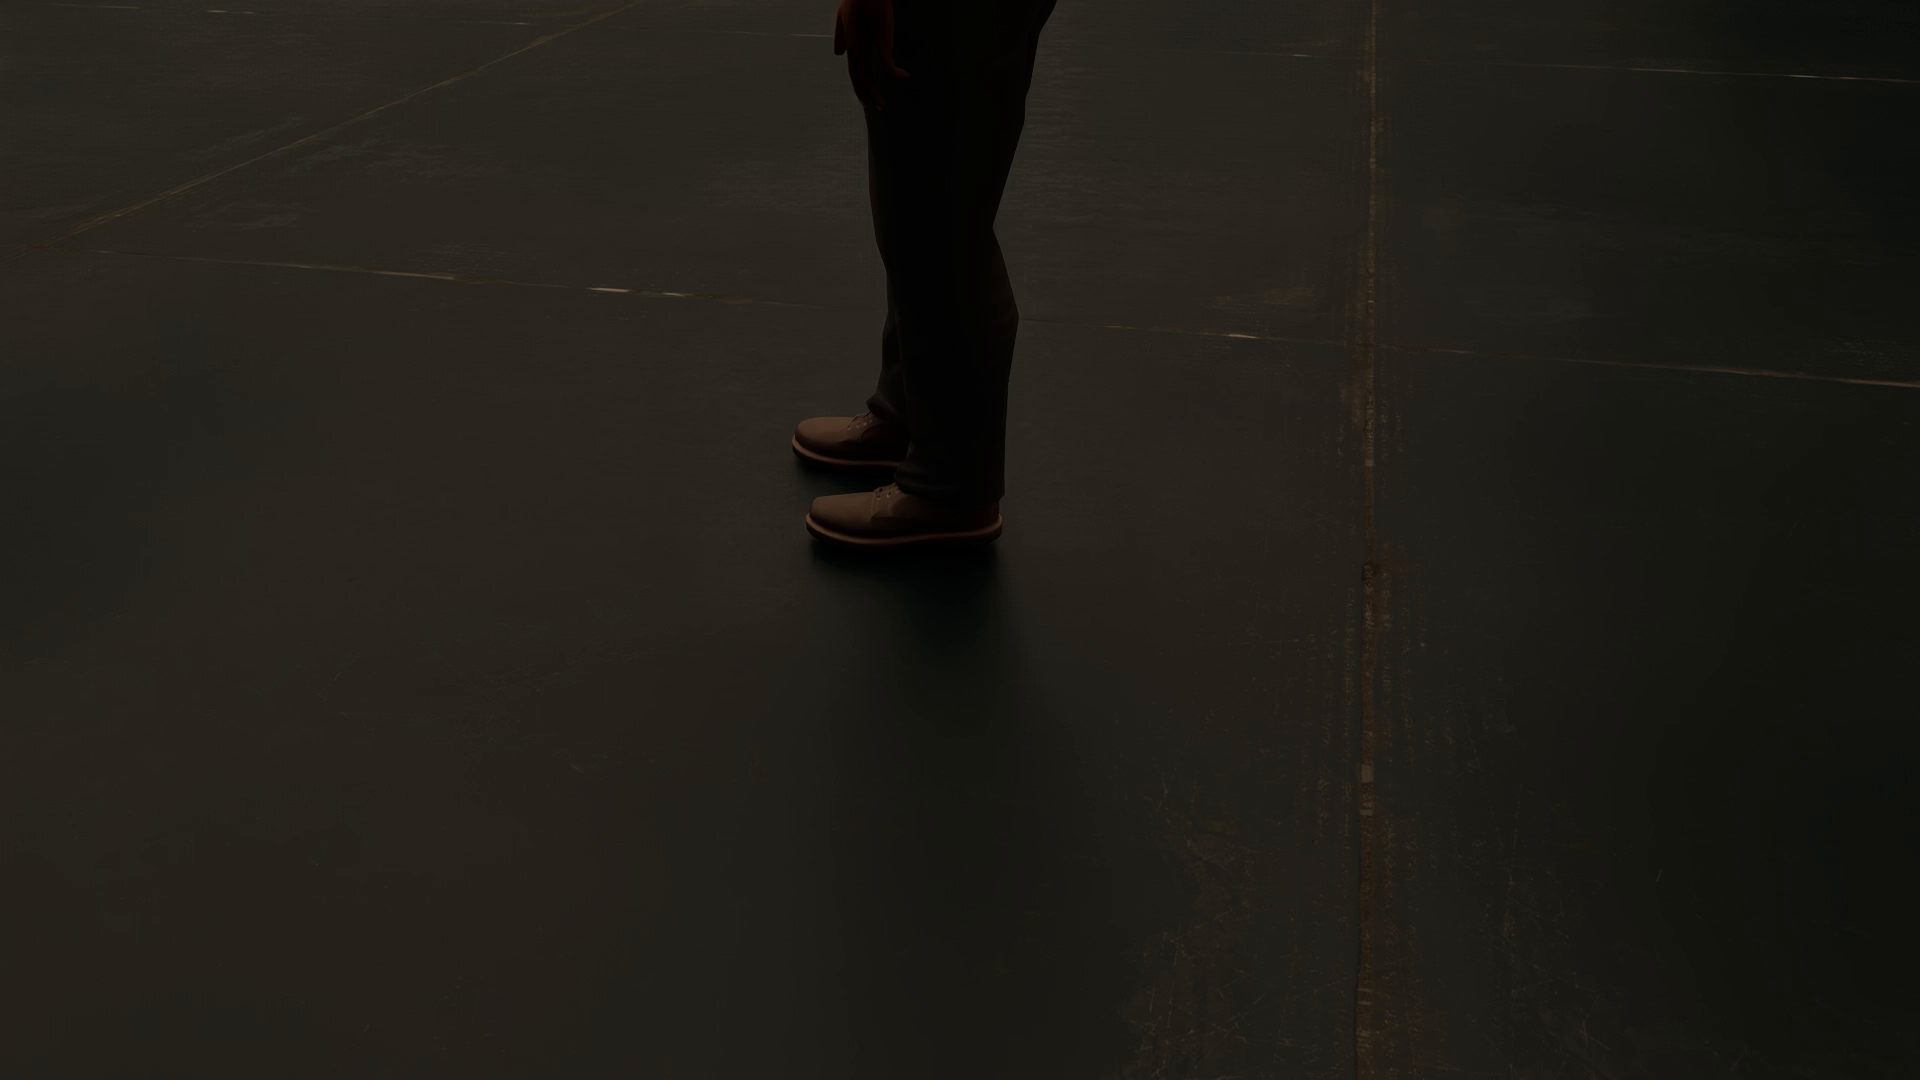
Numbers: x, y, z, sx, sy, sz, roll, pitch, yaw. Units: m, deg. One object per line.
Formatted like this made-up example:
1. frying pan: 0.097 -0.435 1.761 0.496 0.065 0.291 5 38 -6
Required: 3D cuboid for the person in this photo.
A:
1. person: -0.081 -0.762 2.159 0.504 1.654 0.569 6 27 11
